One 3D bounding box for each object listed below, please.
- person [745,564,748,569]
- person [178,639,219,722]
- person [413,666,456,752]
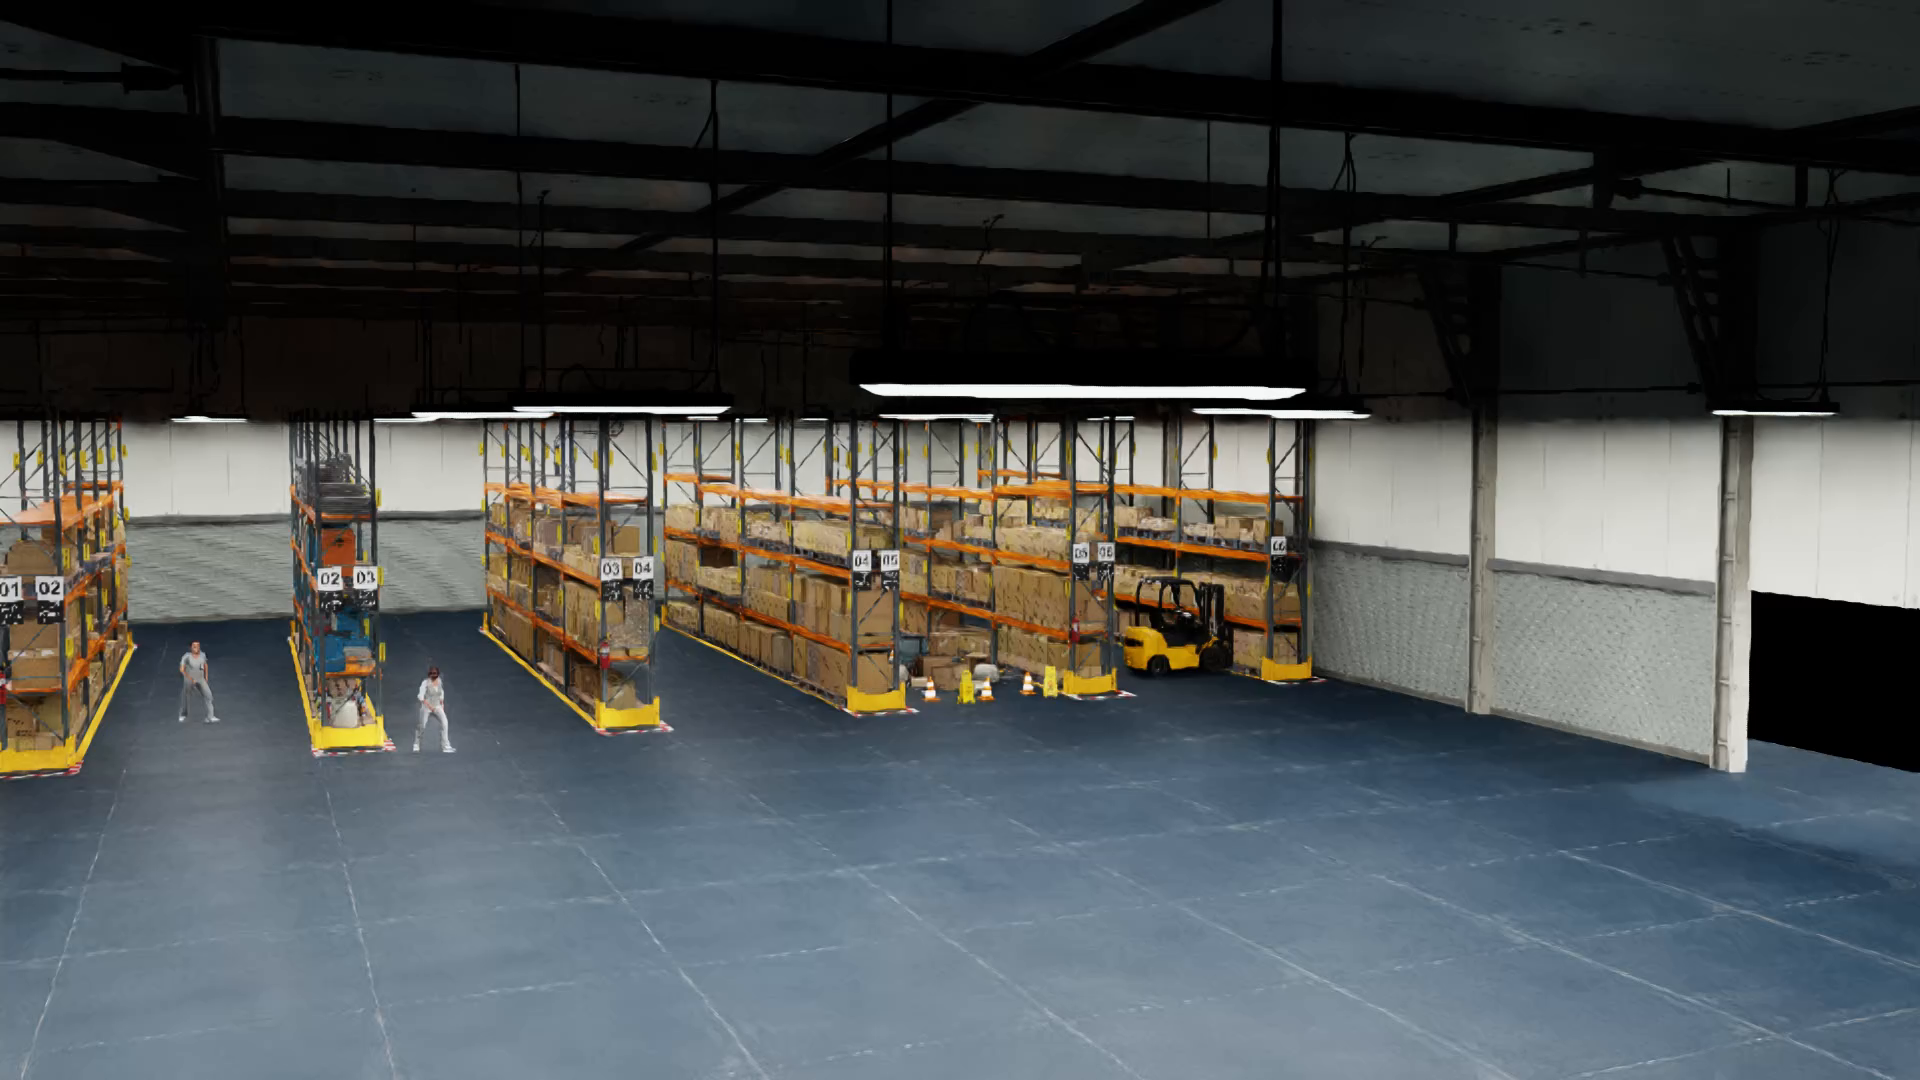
[{"bbox_3d":[-6.138,1.542,47.547,0.553,1.684,0.433,3,5,40],"label":"person"},{"bbox_3d":[-14.649,2.689,31.850,0.600,1.582,0.817,-3,5,-40],"label":"person"},{"bbox_3d":[-9.190,2.921,28.914,0.561,1.525,0.788,-3,5,-41],"label":"person"}]
